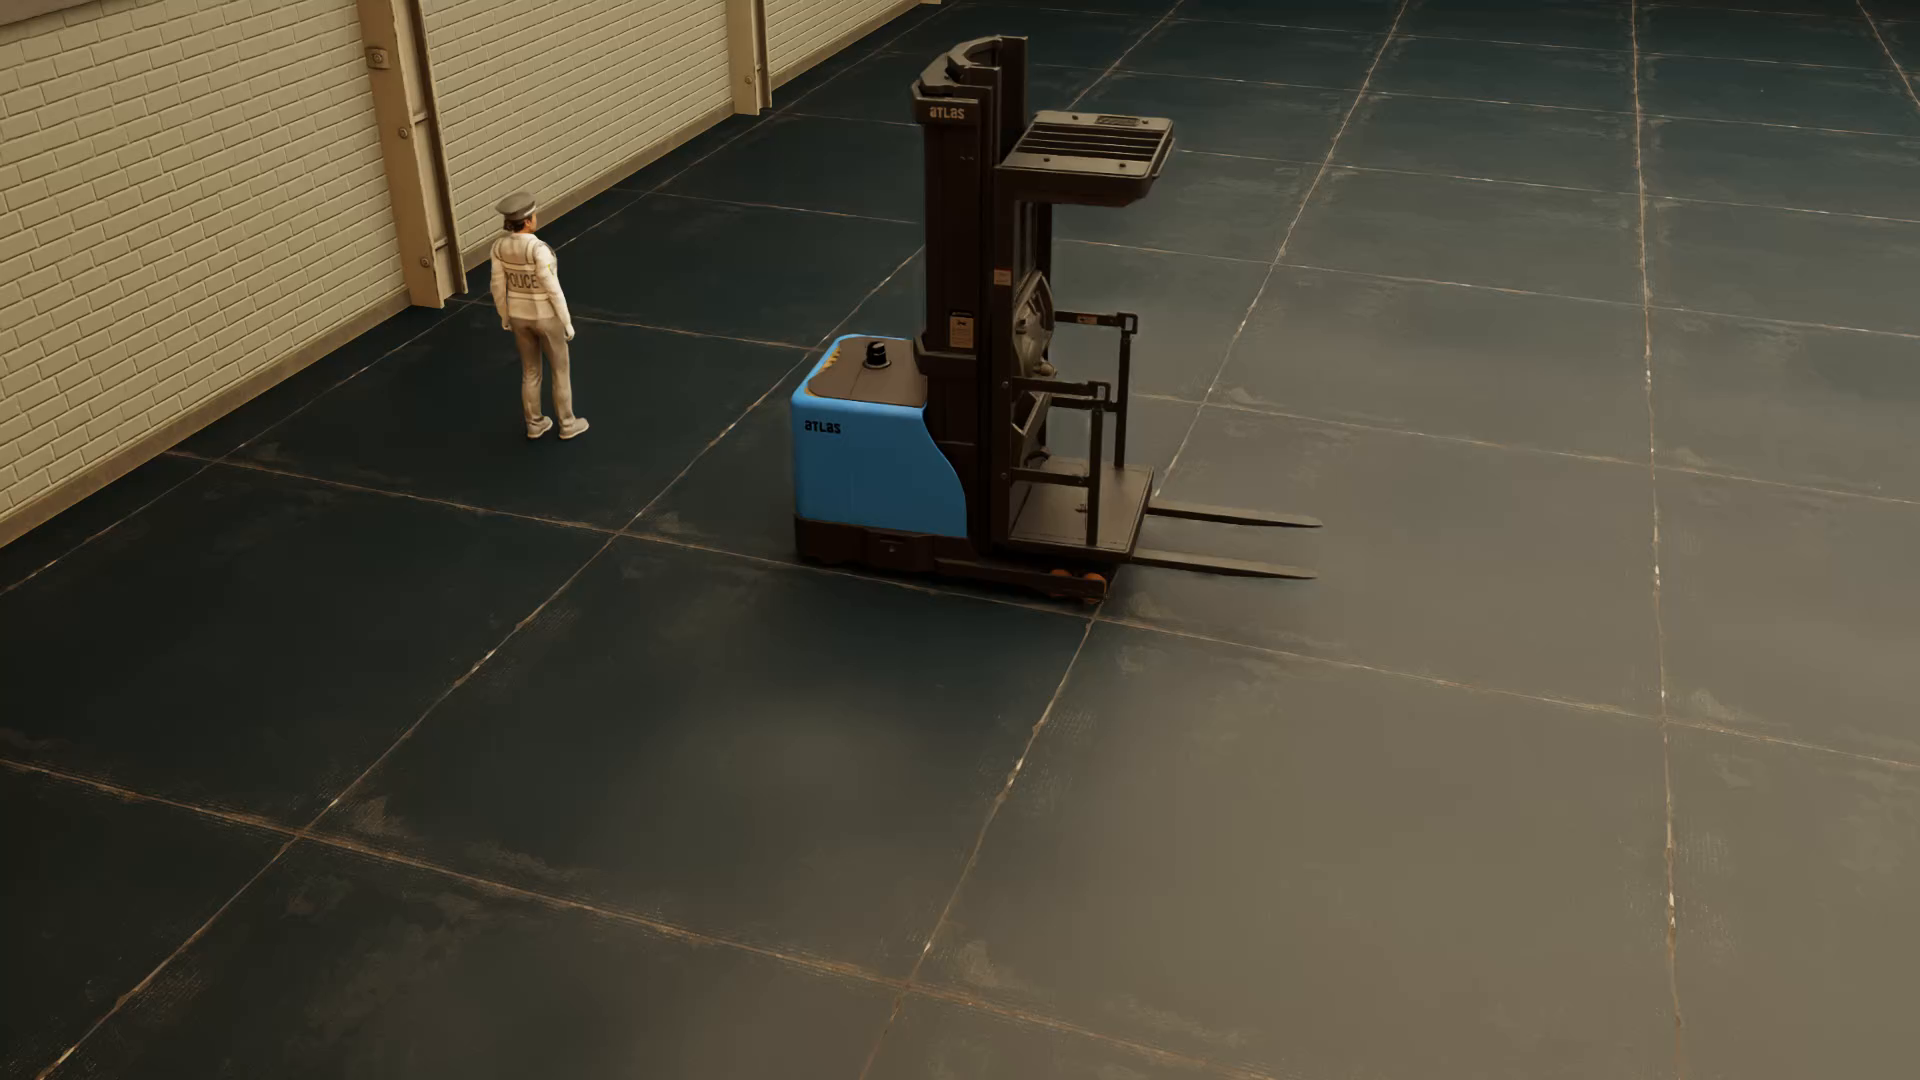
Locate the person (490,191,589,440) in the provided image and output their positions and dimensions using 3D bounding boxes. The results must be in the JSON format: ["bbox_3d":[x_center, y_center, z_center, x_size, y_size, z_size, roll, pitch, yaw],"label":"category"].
[{"bbox_3d":[-2.783,-1.469,10.980,0.548,1.683,0.360,9,31,16],"label":"person"}]

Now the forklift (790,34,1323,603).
[{"bbox_3d":[0.597,-1.206,9.252,3.031,2.935,1.130,7,30,12],"label":"forklift"}]
